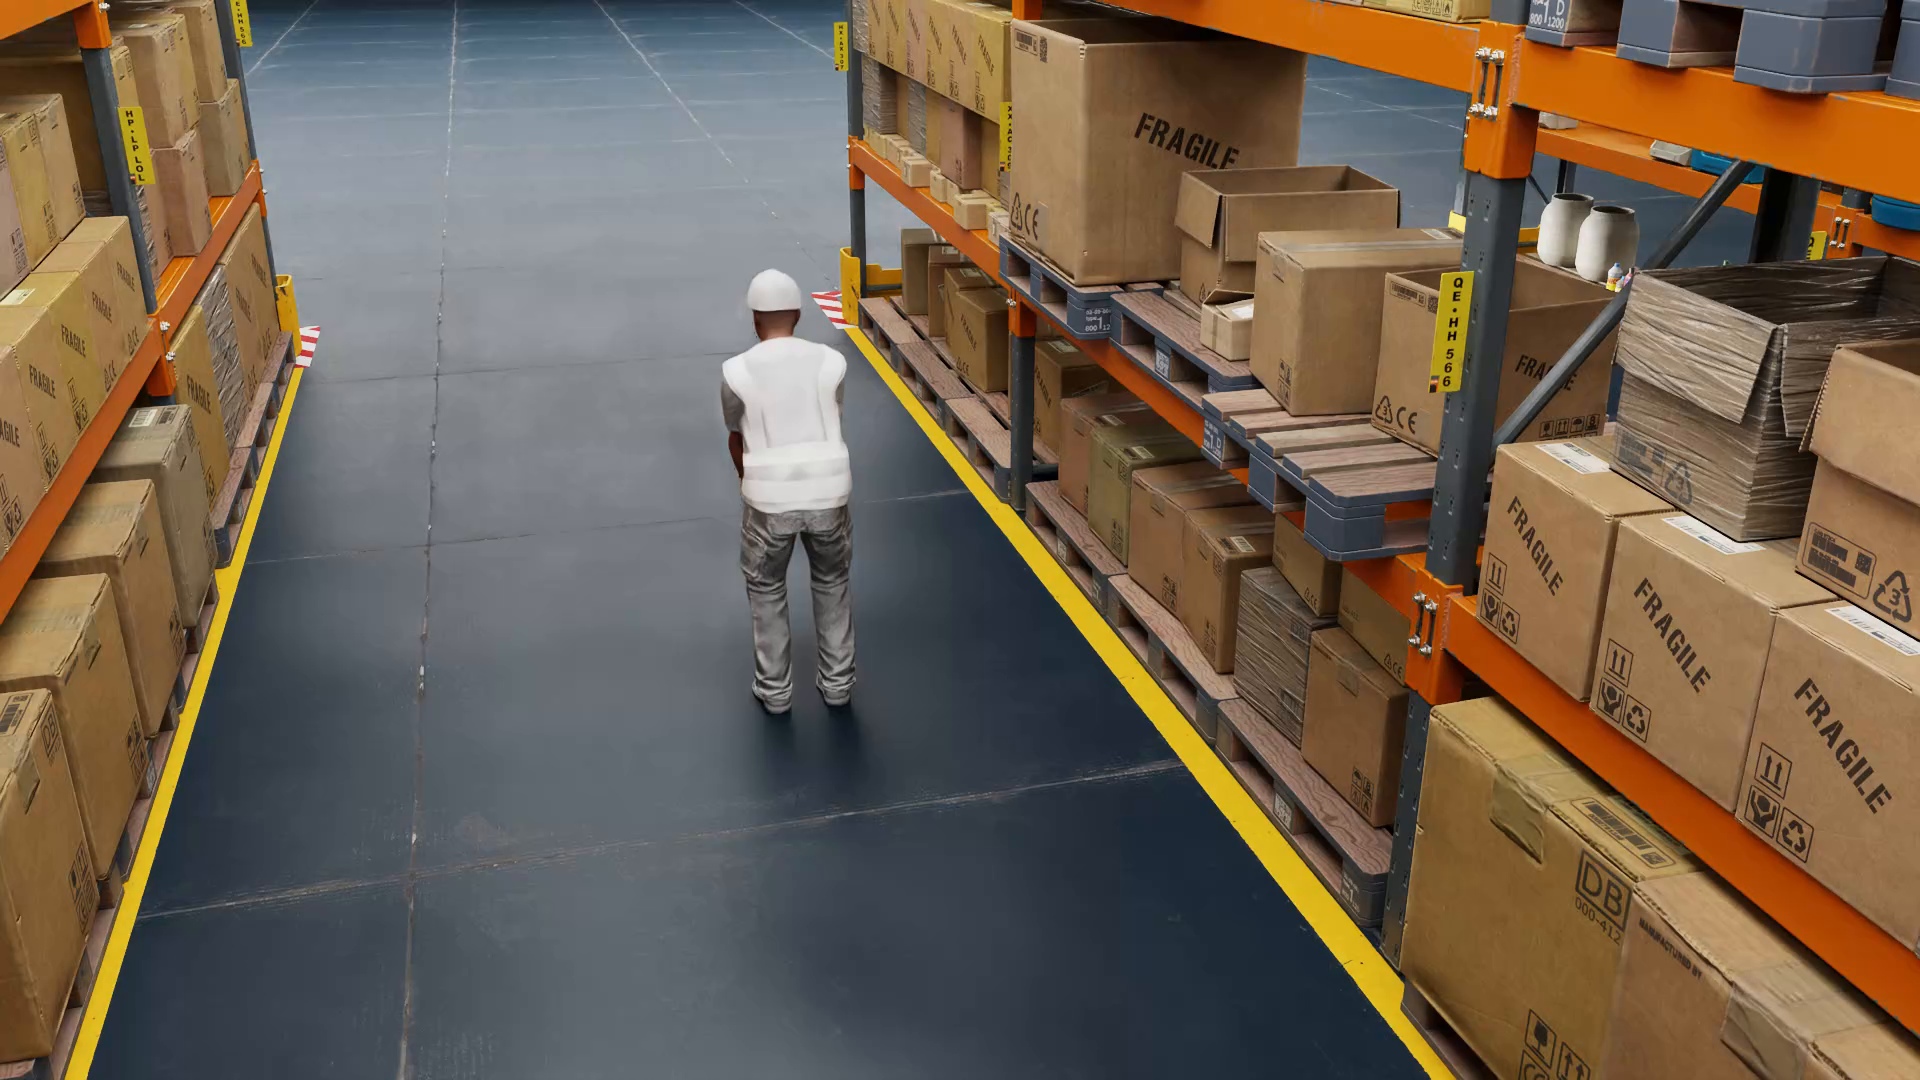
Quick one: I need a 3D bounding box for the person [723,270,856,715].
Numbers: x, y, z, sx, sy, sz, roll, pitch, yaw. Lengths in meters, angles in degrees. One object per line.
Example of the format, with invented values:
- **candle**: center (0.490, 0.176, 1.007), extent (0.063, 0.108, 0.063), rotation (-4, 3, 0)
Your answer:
- **person**: center (-0.679, -0.206, 6.559), extent (0.491, 1.782, 0.571), rotation (-6, 24, -15)
